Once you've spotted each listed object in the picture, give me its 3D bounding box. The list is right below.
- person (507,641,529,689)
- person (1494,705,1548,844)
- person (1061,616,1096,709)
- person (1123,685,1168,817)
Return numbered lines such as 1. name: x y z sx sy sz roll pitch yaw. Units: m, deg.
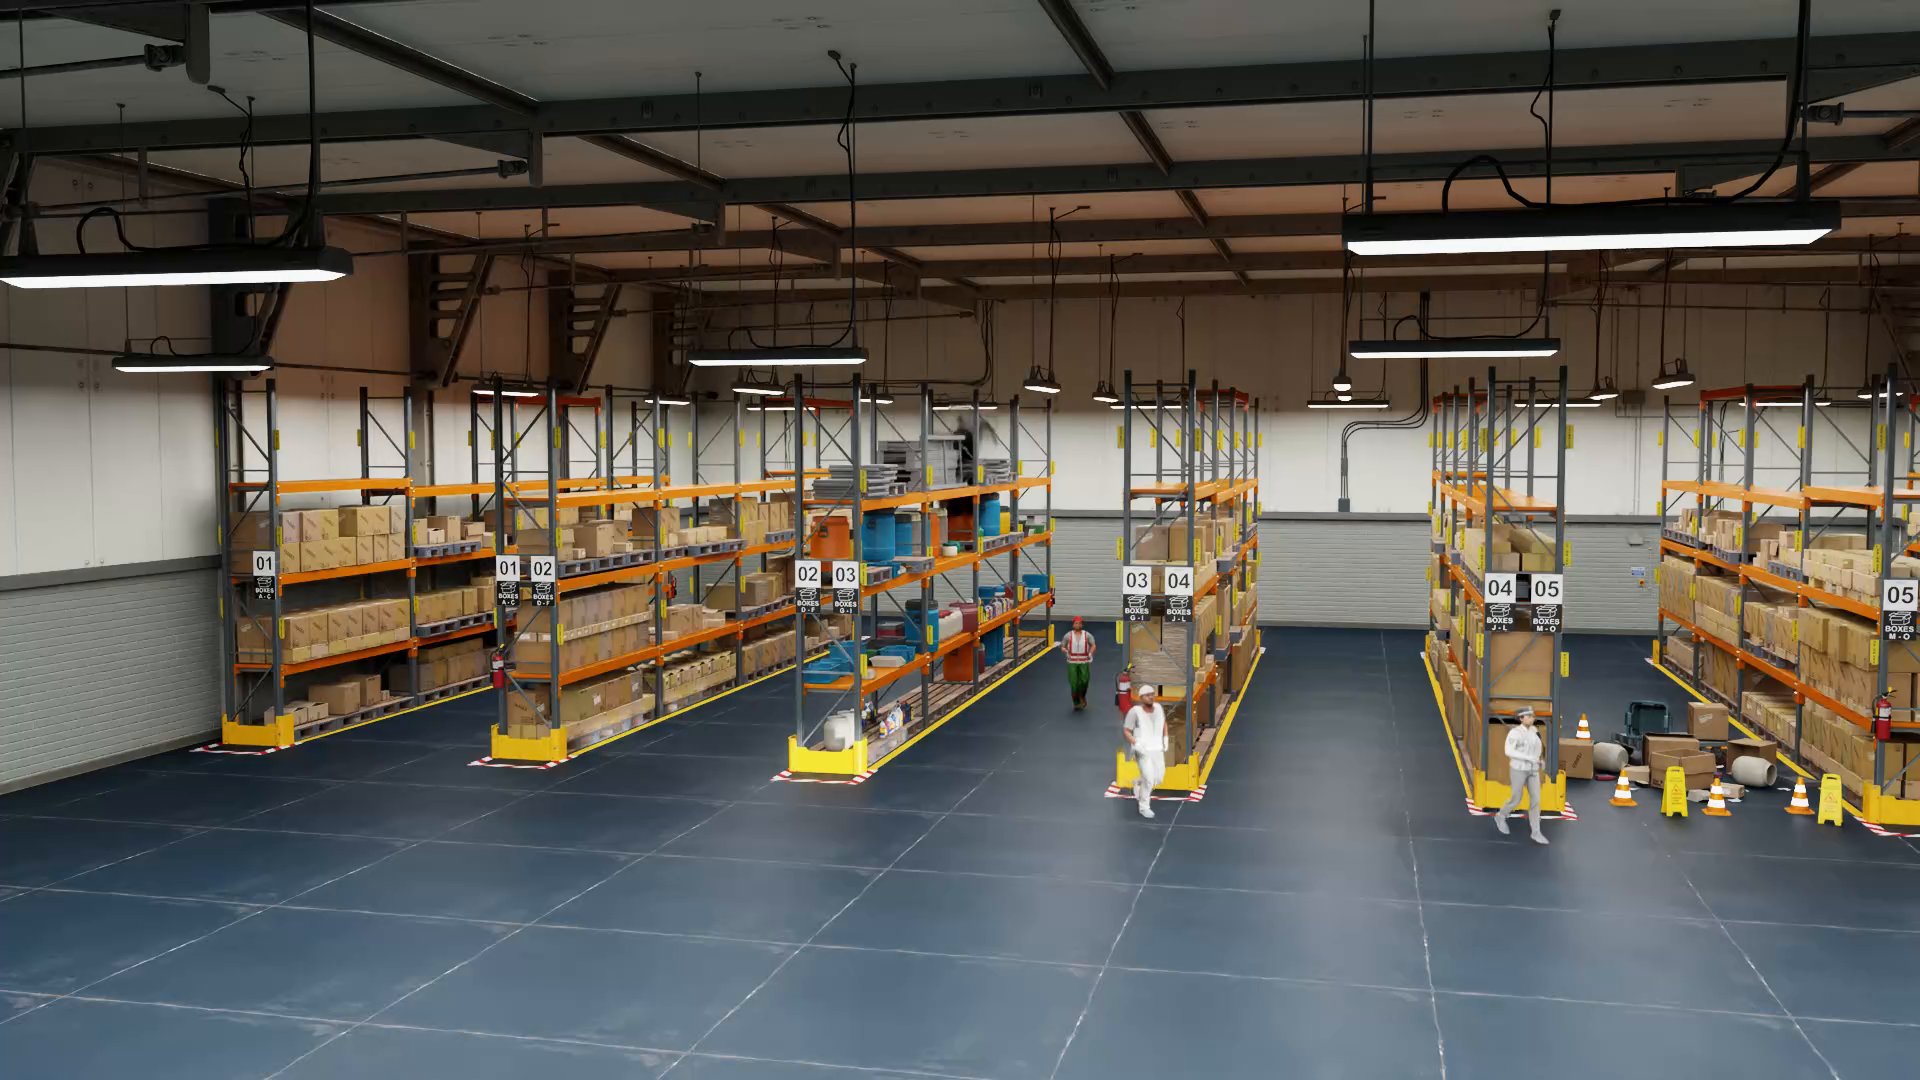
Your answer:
1. person: -7.830 2.426 29.897 0.533 1.596 0.951 1 3 9
2. person: 7.055 2.893 20.795 0.625 1.684 0.834 -1 4 -23
3. person: 2.189 2.279 30.694 0.643 1.740 0.582 0 3 3
4. person: 2.481 2.803 22.269 0.695 1.757 0.669 -2 4 -26
